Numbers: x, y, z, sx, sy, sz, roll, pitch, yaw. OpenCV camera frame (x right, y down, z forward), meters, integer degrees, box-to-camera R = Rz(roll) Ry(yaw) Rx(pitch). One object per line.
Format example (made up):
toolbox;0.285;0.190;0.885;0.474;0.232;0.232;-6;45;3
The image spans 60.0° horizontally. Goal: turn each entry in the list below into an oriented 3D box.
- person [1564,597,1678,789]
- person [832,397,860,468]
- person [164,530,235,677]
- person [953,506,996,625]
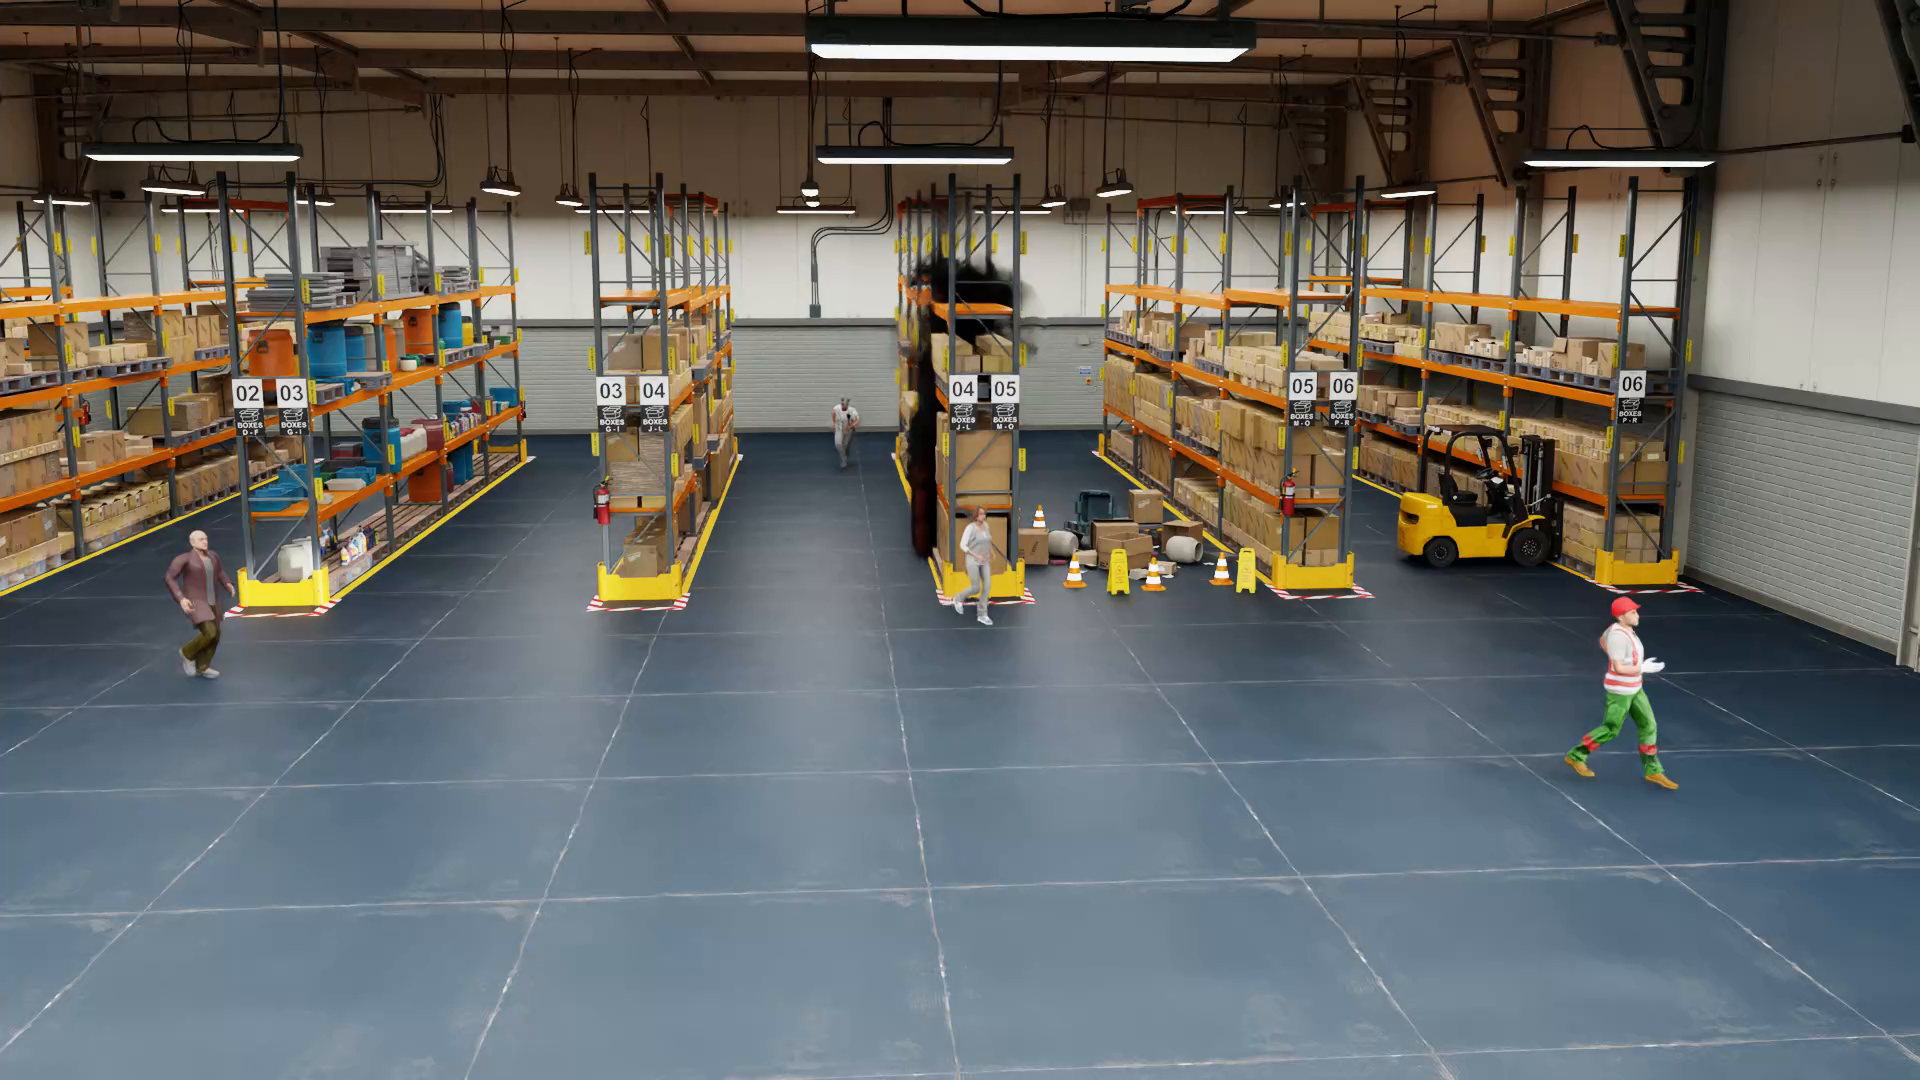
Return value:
person;6.225;1.405;15.522;0.992;1.775;0.670;7;12;35
person;-2.618;-2.486;38.356;0.664;1.642;0.961;1;10;5
person;-8.829;0.792;19.455;0.629;1.660;0.723;4;11;20
person;0.213;0.319;22.396;0.566;1.592;0.682;-9;13;-41
